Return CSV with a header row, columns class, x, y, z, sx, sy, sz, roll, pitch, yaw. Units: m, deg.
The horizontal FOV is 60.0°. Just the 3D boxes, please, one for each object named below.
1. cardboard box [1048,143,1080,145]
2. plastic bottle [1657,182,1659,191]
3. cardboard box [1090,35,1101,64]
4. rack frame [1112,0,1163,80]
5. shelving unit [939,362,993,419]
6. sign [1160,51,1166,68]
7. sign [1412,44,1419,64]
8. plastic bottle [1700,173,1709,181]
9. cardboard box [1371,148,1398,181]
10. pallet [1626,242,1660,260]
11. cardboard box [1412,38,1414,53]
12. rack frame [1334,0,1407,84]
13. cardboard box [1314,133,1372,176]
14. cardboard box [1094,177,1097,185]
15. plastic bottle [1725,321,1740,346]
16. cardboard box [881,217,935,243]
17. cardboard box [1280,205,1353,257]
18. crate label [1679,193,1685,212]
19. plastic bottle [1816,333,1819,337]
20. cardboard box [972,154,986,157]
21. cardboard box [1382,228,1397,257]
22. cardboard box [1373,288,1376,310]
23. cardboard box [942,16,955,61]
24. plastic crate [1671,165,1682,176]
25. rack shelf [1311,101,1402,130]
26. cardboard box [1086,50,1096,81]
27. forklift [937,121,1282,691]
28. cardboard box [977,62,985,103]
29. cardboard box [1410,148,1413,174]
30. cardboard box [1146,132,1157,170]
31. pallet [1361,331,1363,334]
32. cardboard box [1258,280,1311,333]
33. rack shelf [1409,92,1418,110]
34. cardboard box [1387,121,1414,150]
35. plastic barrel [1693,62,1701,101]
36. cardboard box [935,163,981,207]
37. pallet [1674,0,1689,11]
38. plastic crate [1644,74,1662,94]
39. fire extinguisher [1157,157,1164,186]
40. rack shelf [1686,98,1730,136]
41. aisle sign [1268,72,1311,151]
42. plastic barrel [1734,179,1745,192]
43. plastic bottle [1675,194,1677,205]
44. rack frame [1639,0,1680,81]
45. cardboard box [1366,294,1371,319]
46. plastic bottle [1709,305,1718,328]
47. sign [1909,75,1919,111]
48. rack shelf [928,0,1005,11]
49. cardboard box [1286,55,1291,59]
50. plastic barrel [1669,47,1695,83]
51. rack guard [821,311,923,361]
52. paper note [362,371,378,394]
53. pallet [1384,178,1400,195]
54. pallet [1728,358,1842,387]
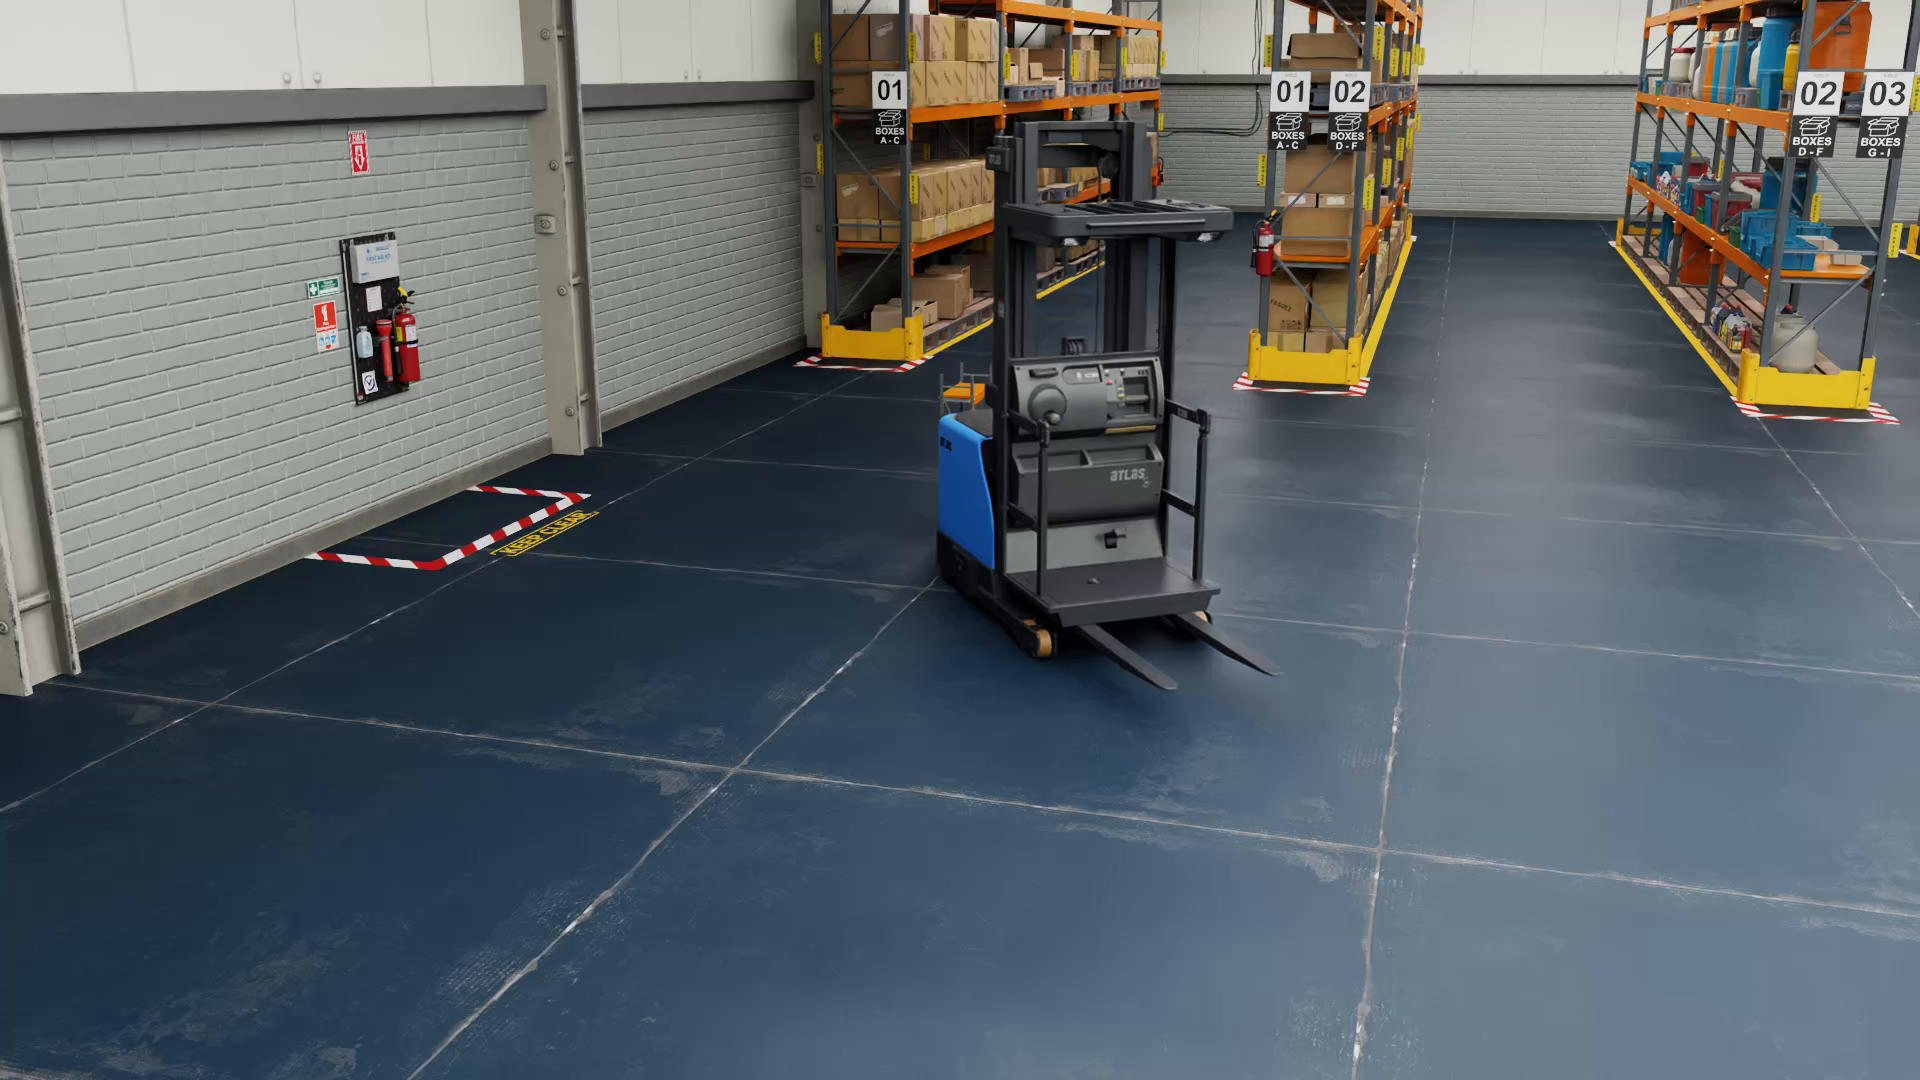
class,x,y,z,sx,sy,sz,roll,pitch,yaw
cardboard box,1.614,-6.321,26.479,0.500,0.250,0.500,5,17,17
plastic bottle,11.298,-5.707,26.816,0.097,0.201,0.097,0,16,0
cardboard box,2.341,-8.882,30.099,0.500,0.500,0.500,4,16,15
rack frame,3.503,-10.632,32.824,1.000,3.000,0.127,5,16,16
shelving unit,0.047,-0.621,11.818,0.258,1.200,0.503,5,16,16
sign,4.019,-9.532,32.962,0.100,0.325,0.005,5,16,16
sign,7.650,-8.156,27.920,0.100,0.325,0.005,5,16,16
plastic bottle,11.727,-5.605,26.183,0.144,0.351,0.185,5,16,16
cardboard box,6.494,-5.918,26.245,0.700,0.500,0.500,8,18,26
pallet,12.381,-5.106,29.443,1.003,0.211,1.213,5,16,16
cardboard box,7.633,-8.670,29.387,0.700,0.500,0.500,5,16,16
rack frame,5.980,-8.156,24.094,1.000,3.000,0.127,5,16,16
cardboard box,4.723,-4.779,20.622,0.700,0.500,0.500,5,17,16
cardboard box,2.139,-6.149,28.436,0.380,0.149,0.250,4,16,14
plastic bottle,8.694,-2.308,18.655,0.152,0.276,0.135,4,16,14
cardboard box,-0.601,-3.601,19.266,0.500,0.250,0.500,4,16,14
cardboard box,3.852,-3.346,17.947,0.700,0.500,0.500,5,16,16
crate label,10.249,-4.723,23.292,0.303,0.233,0.416,5,16,16
plastic bottle,9.269,-2.141,18.075,0.097,0.271,0.097,0,16,0
cardboard box,0.593,-5.317,24.090,0.700,0.500,0.500,7,17,24
cardboard box,6.818,-4.781,26.964,0.500,0.500,0.500,4,16,14
cardboard box,5.195,-3.189,21.845,0.500,0.250,0.500,4,16,15
cardboard box,-0.376,-5.886,19.536,0.500,0.500,0.500,5,17,17
plastic crate,12.475,-6.289,28.611,0.437,0.282,0.530,5,16,16
rack shelf,5.412,-5.844,22.757,1.077,0.370,4.000,5,16,16
cardboard box,1.915,-8.030,28.157,0.700,0.500,0.500,4,16,15
forklift,0.831,-0.862,9.498,1.130,2.935,3.031,-6,17,-19
cardboard box,0.030,-5.825,21.152,0.500,0.500,0.500,3,16,11
cardboard box,8.243,-7.137,31.311,0.500,0.500,0.500,5,17,16
cardboard box,3.368,-7.756,33.129,0.980,0.700,0.700,5,17,18
pallet,4.232,-2.357,19.753,1.003,0.211,1.213,5,16,16
cardboard box,3.574,-2.581,18.325,0.500,0.500,0.500,5,16,16
rack shelf,7.685,-7.937,30.136,1.077,0.370,4.000,5,16,16
cardboard box,7.959,-7.352,30.237,0.500,0.500,0.500,5,17,18
plastic barrel,10.346,-6.324,22.928,0.421,0.512,0.421,0,16,0
cardboard box,-0.035,-4.495,21.045,0.500,0.500,0.500,4,16,14
pallet,11.659,-8.316,25.735,1.003,0.211,1.213,5,16,16
plastic crate,12.304,-8.013,29.199,0.504,0.338,0.767,5,16,16
fire extinguisher,3.988,-7.533,33.717,0.296,0.674,0.183,5,16,16
rack shelf,10.160,-5.459,21.399,1.077,0.370,4.000,5,16,16
aisle sign,3.406,-4.433,17.199,0.394,0.787,0.004,5,16,16
plastic barrel,10.521,-4.543,22.144,0.421,0.512,0.421,0,16,0
plastic bottle,10.550,-5.018,24.386,0.097,0.201,0.097,0,16,0
rack frame,13.002,-9.864,30.116,1.000,3.000,0.127,5,16,16
cardboard box,4.921,-2.965,21.054,0.500,0.250,0.500,5,16,16
plastic bottle,9.081,-2.688,20.004,0.097,0.271,0.097,0,16,0
sign,8.981,-4.196,15.611,0.100,0.325,0.005,5,16,16
rack shelf,-0.476,-6.622,20.009,1.077,0.370,4.000,5,16,16
cardboard box,3.939,-5.314,18.707,0.500,0.311,0.500,7,17,22
plastic barrel,11.475,-7.524,26.343,0.433,0.535,0.433,0,16,0
rack guard,-1.022,-2.378,19.296,1.175,0.500,0.348,5,16,16
paper note,-4.235,-1.132,11.939,0.016,0.148,0.142,5,16,16
pallet,6.528,-5.687,26.734,1.003,0.211,1.213,5,16,16
pallet,8.667,-1.686,17.387,1.003,0.211,1.213,5,16,16
